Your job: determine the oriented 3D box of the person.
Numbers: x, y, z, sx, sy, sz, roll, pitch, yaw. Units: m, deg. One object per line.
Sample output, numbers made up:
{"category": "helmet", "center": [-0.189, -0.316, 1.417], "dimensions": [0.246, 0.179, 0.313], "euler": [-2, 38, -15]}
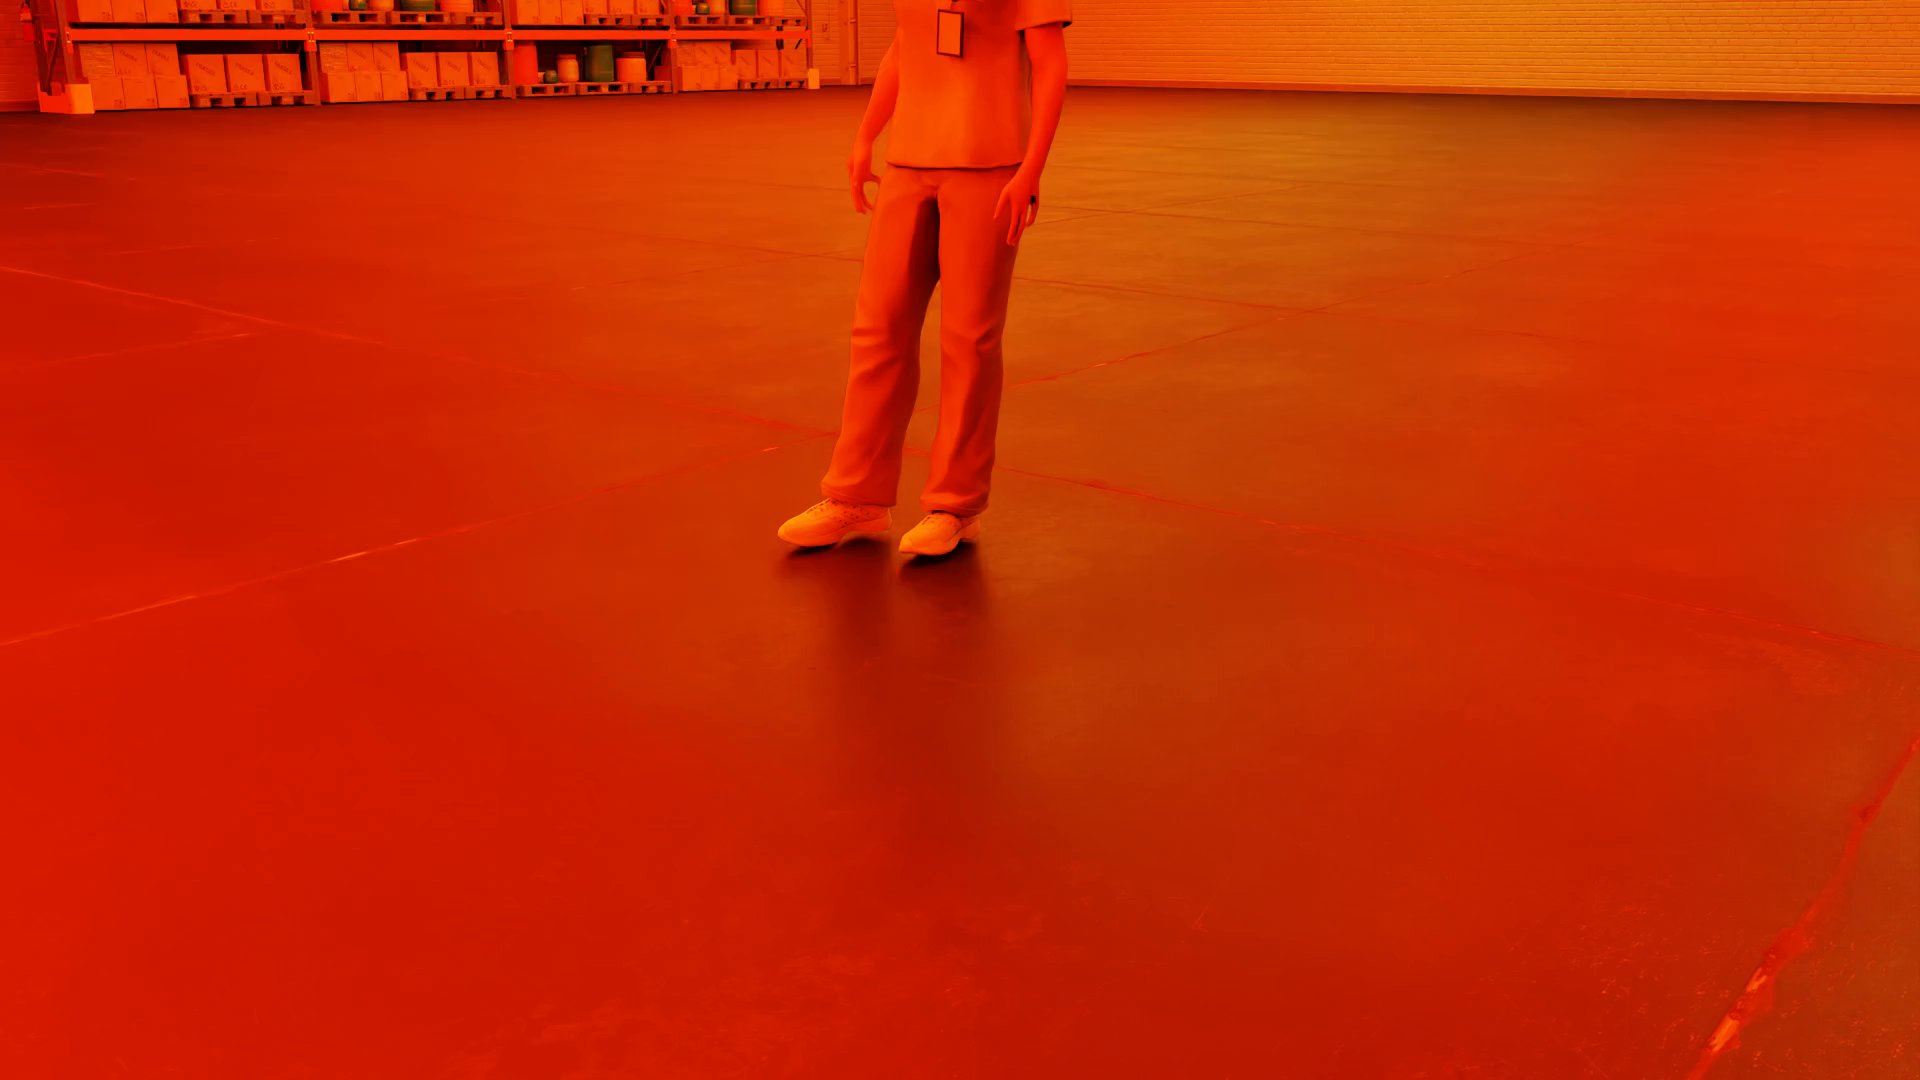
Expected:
{"category": "person", "center": [-0.058, -0.795, 3.650], "dimensions": [0.549, 1.673, 0.548], "euler": [13, 21, 37]}
